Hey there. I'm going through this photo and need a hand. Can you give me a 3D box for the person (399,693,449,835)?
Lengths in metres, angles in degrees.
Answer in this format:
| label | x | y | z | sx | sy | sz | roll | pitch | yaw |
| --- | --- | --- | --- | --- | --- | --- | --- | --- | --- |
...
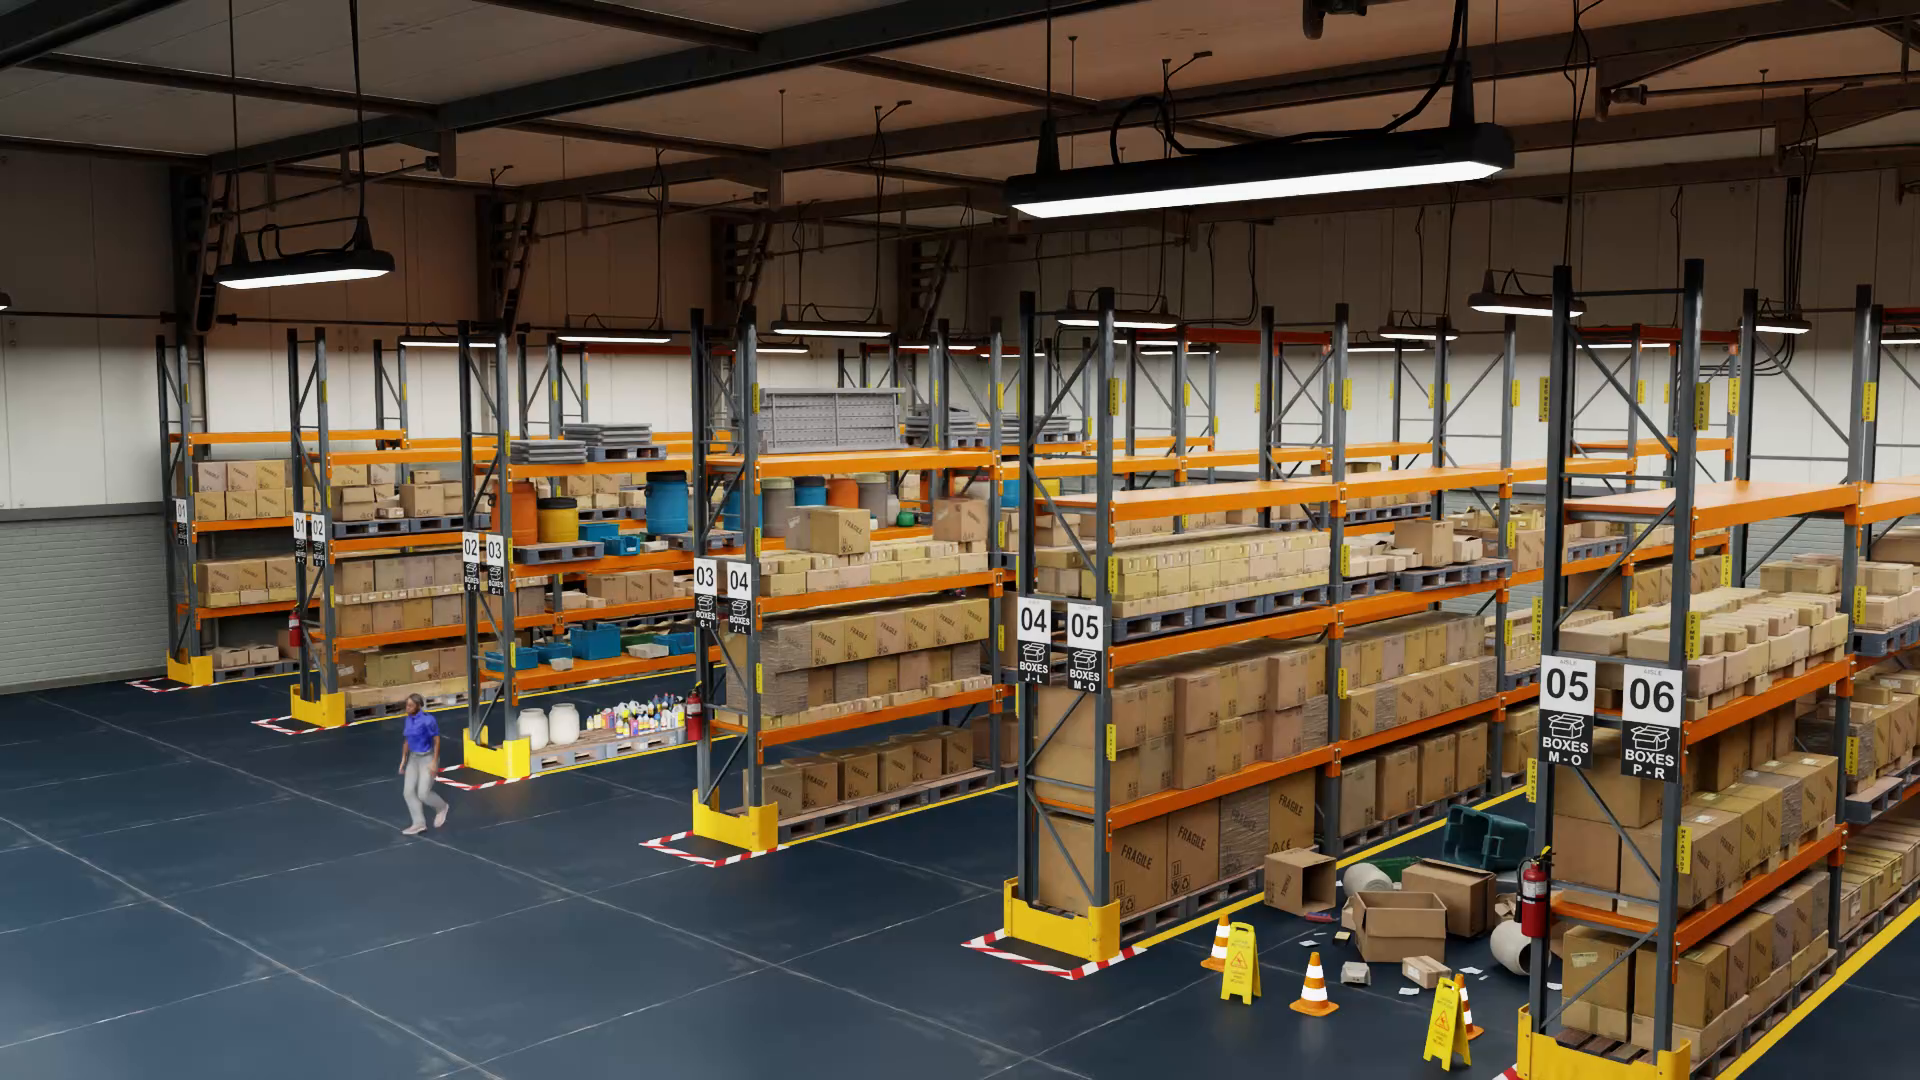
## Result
| label | x | y | z | sx | sy | sz | roll | pitch | yaw |
| --- | --- | --- | --- | --- | --- | --- | --- | --- | --- |
| person | -6.174 | 2.560 | 19.209 | 0.545 | 1.642 | 0.541 | 3 | 6 | 31 |
